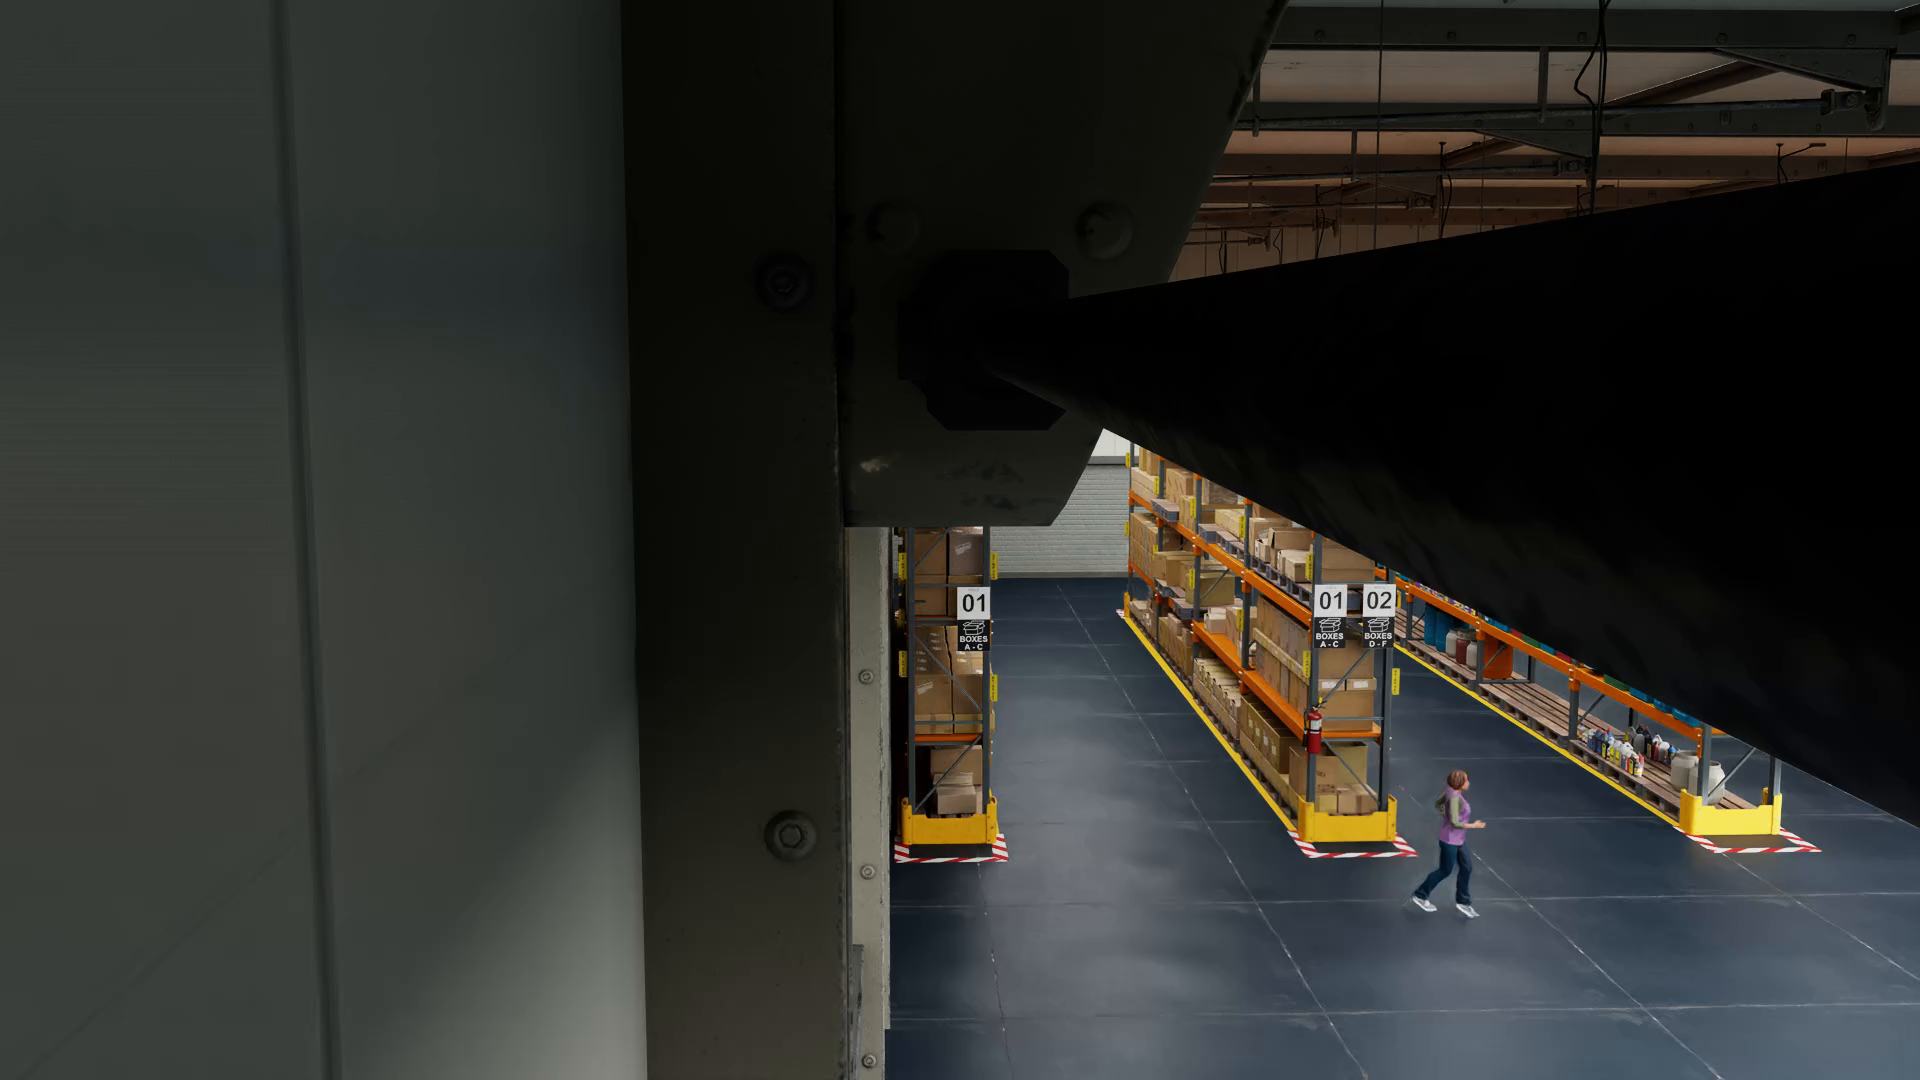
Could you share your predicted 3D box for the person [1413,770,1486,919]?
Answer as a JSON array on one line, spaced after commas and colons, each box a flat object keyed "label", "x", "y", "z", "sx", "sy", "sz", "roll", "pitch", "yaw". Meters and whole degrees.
[{"label": "person", "x": 5.264, "y": 3.264, "z": 17.870, "sx": 0.723, "sy": 1.650, "sz": 0.554, "roll": 3, "pitch": 8, "yaw": 20}]
